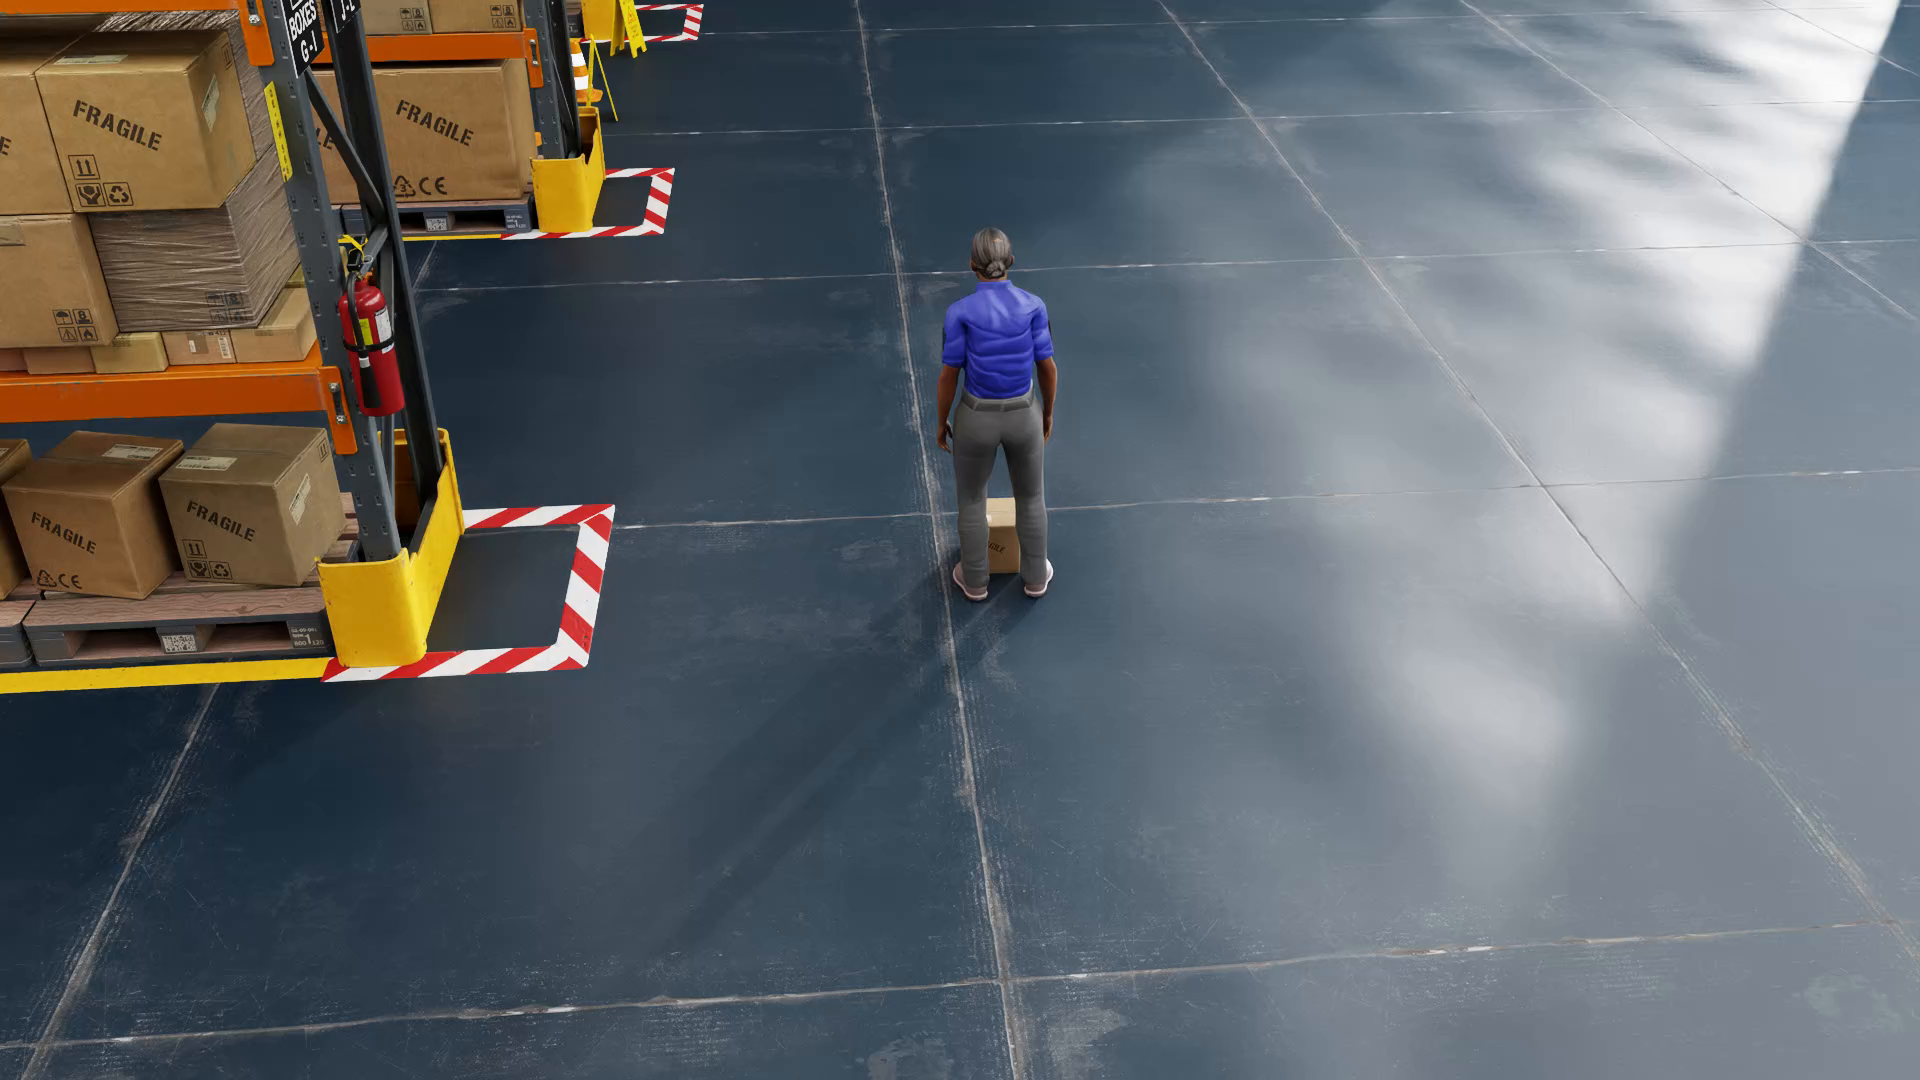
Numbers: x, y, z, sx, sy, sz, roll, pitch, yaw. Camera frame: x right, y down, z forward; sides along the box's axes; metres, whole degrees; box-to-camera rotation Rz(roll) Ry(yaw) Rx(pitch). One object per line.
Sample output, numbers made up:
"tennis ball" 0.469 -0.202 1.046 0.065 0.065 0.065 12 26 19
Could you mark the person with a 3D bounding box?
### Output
"person" 0.165 -0.499 6.959 0.532 1.655 0.348 -4 32 -7
